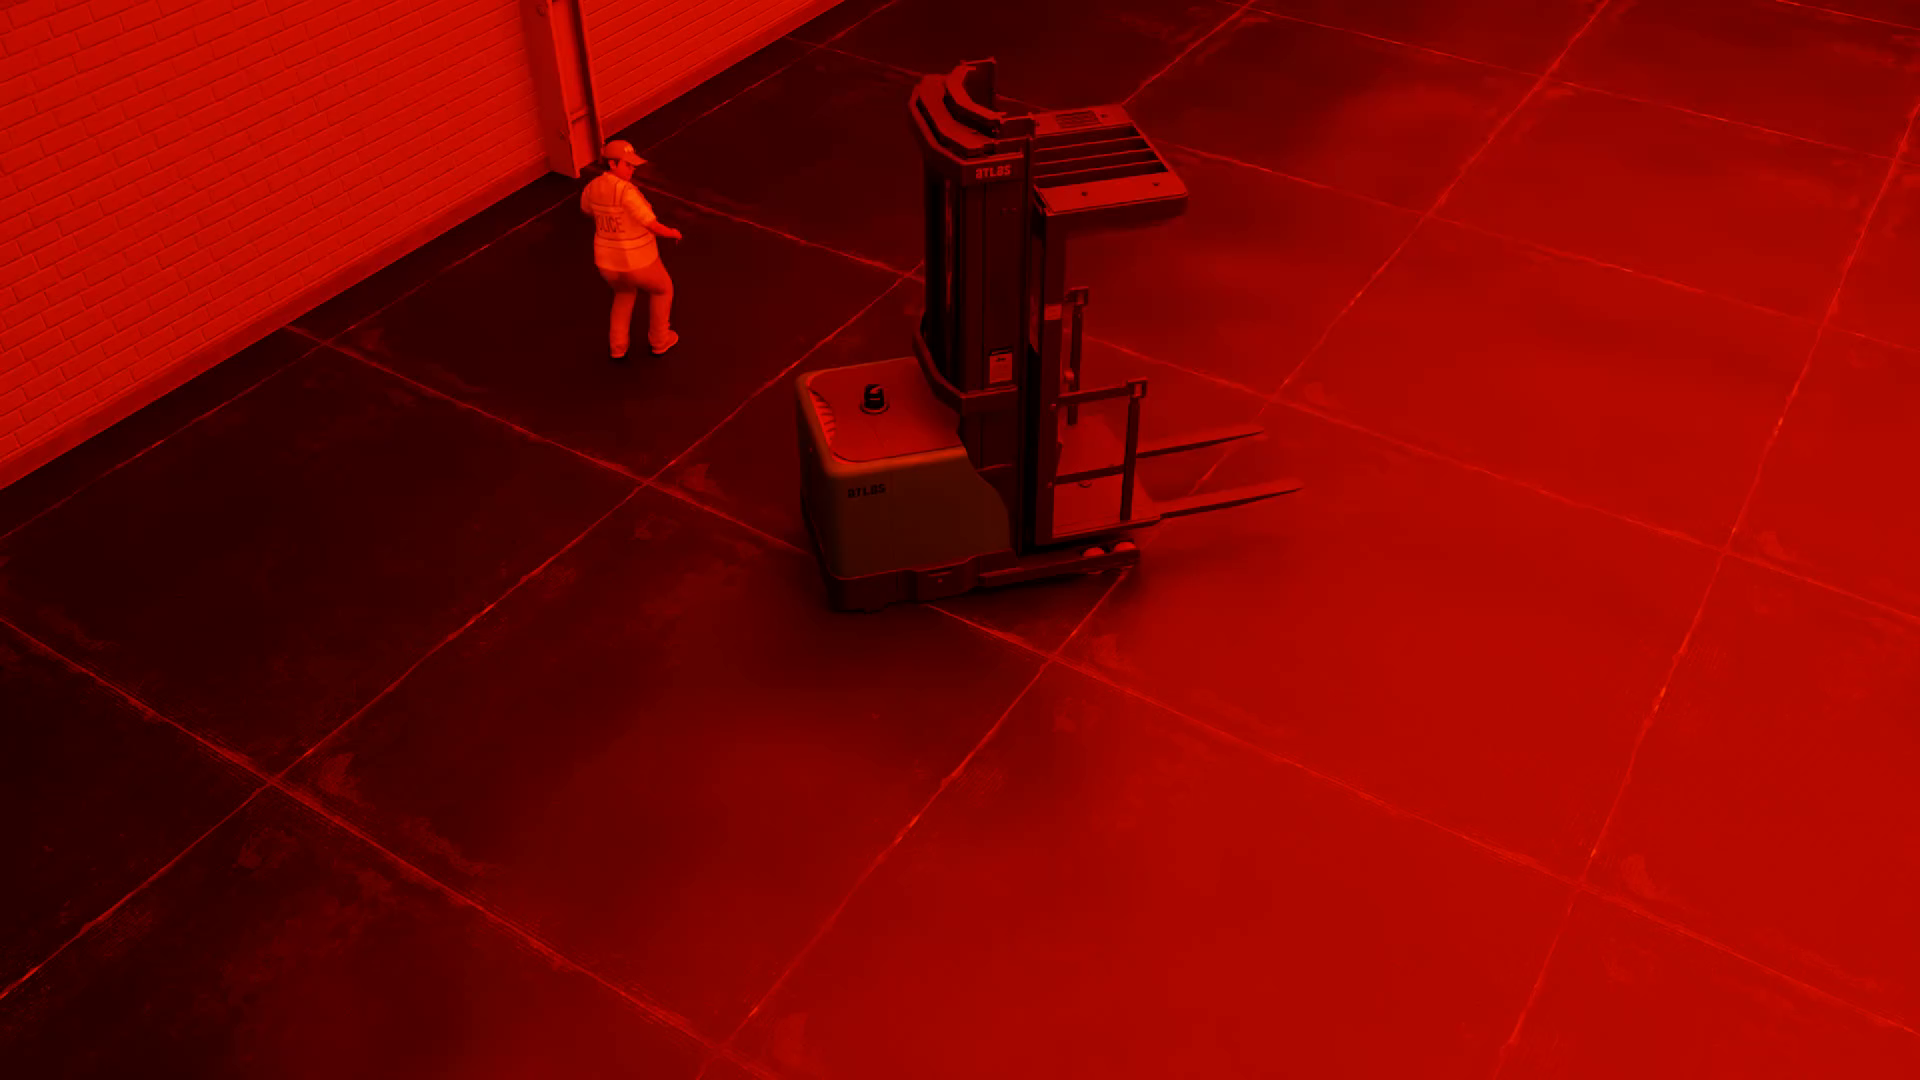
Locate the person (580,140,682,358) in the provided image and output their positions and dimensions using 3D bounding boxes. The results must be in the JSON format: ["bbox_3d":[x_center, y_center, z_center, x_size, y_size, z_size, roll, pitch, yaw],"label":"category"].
[{"bbox_3d":[-2.246,-1.962,11.342,0.720,1.619,0.597,17,43,19],"label":"person"}]

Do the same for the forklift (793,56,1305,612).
[{"bbox_3d":[0.588,-1.228,9.416,3.031,2.935,1.130,-10,41,-12],"label":"forklift"}]
